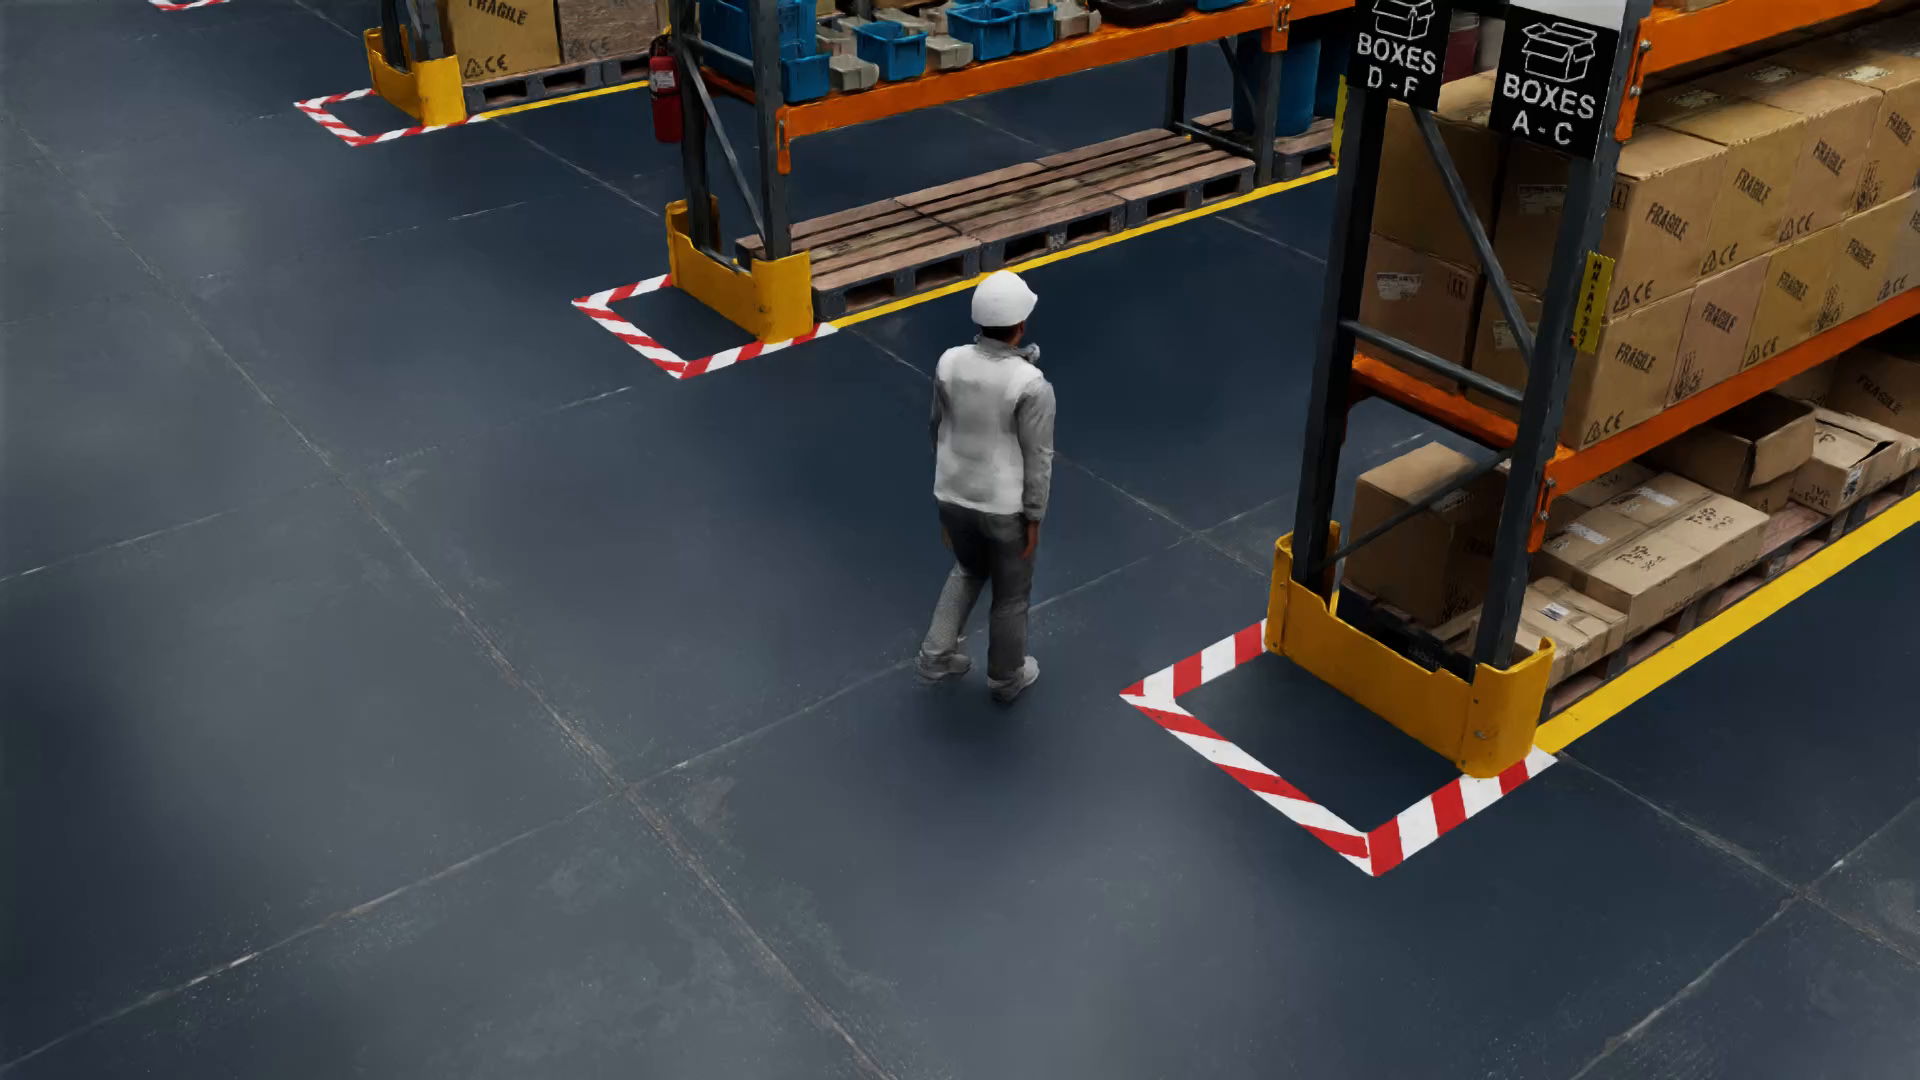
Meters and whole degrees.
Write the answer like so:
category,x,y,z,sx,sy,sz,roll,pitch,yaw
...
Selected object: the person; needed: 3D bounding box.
category,x,y,z,sx,sy,sz,roll,pitch,yaw
person,0.108,-0.159,6.363,0.553,1.770,0.540,19,37,27
